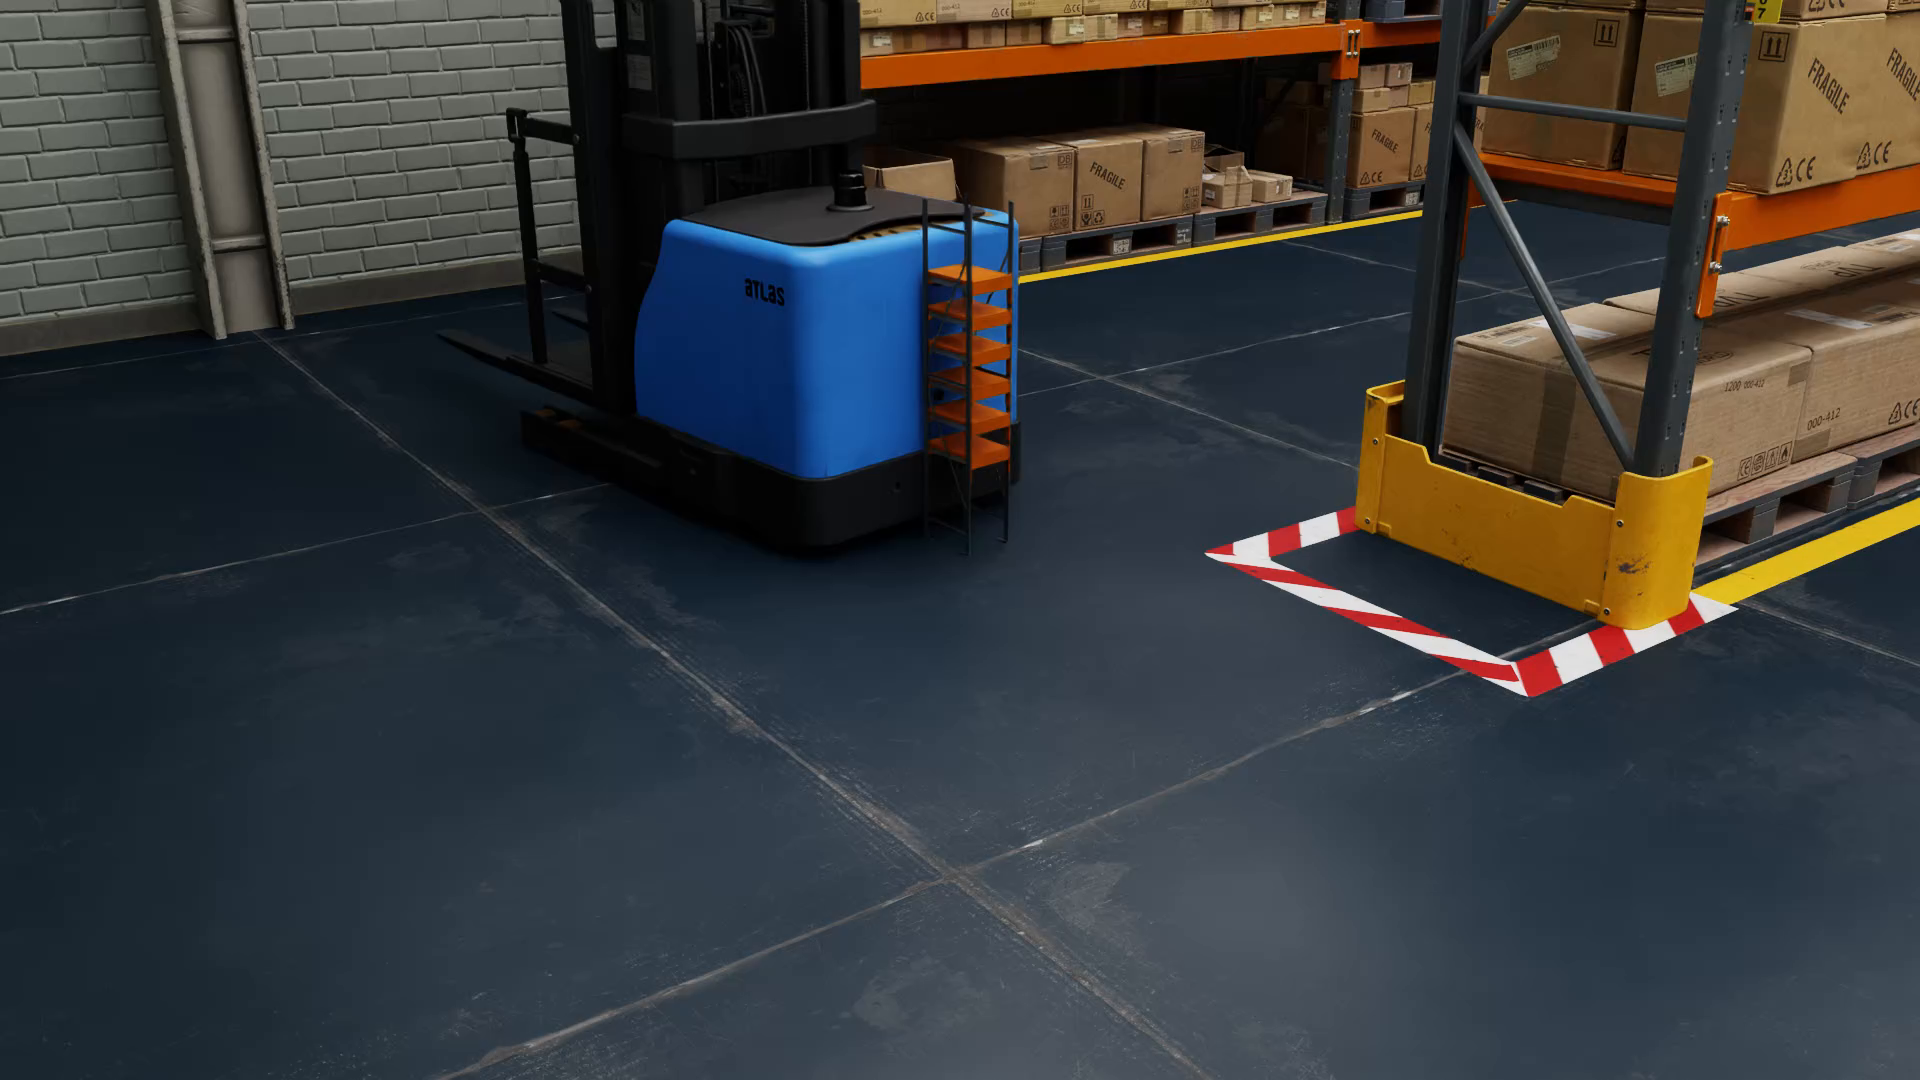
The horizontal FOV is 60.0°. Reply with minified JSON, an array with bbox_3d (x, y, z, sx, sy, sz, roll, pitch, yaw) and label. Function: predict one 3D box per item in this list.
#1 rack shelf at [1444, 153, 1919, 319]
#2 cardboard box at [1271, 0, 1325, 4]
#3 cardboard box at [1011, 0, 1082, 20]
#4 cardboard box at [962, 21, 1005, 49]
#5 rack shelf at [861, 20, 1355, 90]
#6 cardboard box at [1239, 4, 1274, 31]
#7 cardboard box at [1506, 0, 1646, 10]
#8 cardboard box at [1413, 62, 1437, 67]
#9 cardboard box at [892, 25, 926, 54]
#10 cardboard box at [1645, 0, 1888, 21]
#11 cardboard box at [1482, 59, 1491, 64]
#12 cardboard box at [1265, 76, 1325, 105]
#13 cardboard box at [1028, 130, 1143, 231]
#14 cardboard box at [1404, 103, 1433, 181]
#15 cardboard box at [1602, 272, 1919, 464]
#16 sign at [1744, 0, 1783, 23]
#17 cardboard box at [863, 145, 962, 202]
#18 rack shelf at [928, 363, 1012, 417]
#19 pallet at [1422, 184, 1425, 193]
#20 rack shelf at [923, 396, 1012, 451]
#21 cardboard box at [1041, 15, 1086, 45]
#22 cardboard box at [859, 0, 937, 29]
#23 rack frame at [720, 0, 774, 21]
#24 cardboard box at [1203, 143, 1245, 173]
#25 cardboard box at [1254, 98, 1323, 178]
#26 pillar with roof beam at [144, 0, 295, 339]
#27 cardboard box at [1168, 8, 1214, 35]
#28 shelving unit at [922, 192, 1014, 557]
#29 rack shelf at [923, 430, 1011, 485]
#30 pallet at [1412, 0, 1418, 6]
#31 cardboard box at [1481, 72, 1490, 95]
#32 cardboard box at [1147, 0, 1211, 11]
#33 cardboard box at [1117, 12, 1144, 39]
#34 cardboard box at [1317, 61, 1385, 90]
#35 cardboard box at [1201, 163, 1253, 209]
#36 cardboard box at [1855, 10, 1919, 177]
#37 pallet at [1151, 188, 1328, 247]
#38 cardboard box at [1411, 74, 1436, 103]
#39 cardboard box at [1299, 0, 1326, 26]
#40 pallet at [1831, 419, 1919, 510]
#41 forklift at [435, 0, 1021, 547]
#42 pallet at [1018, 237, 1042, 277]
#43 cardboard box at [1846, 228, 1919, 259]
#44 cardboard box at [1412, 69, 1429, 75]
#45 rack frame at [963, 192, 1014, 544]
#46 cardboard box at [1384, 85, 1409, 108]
[{"bbox_3d":[3.529,-1.418,6.374,4.000,0.370,1.077,-15,26,-33],"label":"rack shelf"},{"bbox_3d":[1.980,-3.563,10.579,0.500,0.250,0.500,-14,26,-32],"label":"cardboard box"},{"bbox_3d":[0.348,-3.118,9.463,0.500,0.250,0.500,-16,26,-34],"label":"cardboard box"},{"bbox_3d":[0.045,-2.857,9.347,0.250,0.149,0.380,-14,26,-31],"label":"cardboard box"},{"bbox_3d":[0.628,-2.911,10.115,4.000,0.370,1.077,-15,26,-33],"label":"rack shelf"},{"bbox_3d":[1.744,-3.290,10.433,0.250,0.149,0.380,-14,26,-31],"label":"cardboard box"},{"bbox_3d":[2.158,-2.006,5.393,0.500,0.500,0.500,-14,26,-31],"label":"cardboard box"},{"bbox_3d":[3.630,-3.518,12.597,0.250,0.149,0.380,-16,27,-35],"label":"cardboard box"},{"bbox_3d":[-0.389,-2.753,9.087,0.250,0.149,0.380,-14,26,-32],"label":"cardboard box"},{"bbox_3d":[2.462,-1.849,4.998,0.500,0.500,0.500,-16,27,-34],"label":"cardboard box"},{"bbox_3d":[4.048,-3.631,12.878,0.250,0.149,0.380,-16,27,-34],"label":"cardboard box"},{"bbox_3d":[2.381,-3.180,11.748,0.250,0.149,0.380,-16,27,-35],"label":"cardboard box"},{"bbox_3d":[0.760,-2.208,10.188,0.500,0.500,0.500,-14,26,-32],"label":"cardboard box"},{"bbox_3d":[3.202,-2.867,11.841,0.500,0.500,0.500,-15,26,-34],"label":"cardboard box"},{"bbox_3d":[3.121,-0.698,6.489,0.875,0.438,0.875,-14,26,-31],"label":"cardboard box"},{"bbox_3d":[2.225,-1.590,4.559,0.005,0.325,0.100,-15,26,-33],"label":"sign"},{"bbox_3d":[-0.444,-1.952,9.542,0.637,0.503,0.797,-16,27,-35],"label":"cardboard box"},{"bbox_3d":[0.024,-0.514,5.685,0.180,0.103,0.258,-18,28,-38],"label":"rack shelf"},{"bbox_3d":[3.880,-2.836,12.718,1.213,0.211,1.003,-15,26,-33],"label":"pallet"},{"bbox_3d":[0.024,-0.403,5.729,0.180,0.103,0.258,-18,28,-38],"label":"rack shelf"},{"bbox_3d":[0.506,-2.948,9.576,0.250,0.149,0.380,-16,27,-34],"label":"cardboard box"},{"bbox_3d":[-0.470,-2.898,8.912,0.500,0.250,0.500,-15,26,-33],"label":"cardboard box"},{"bbox_3d":[-0.996,-2.812,8.896,0.127,3.000,1.000,-15,26,-33],"label":"rack frame"},{"bbox_3d":[1.577,-2.552,11.306,0.500,0.311,0.500,-14,26,-31],"label":"cardboard box"},{"bbox_3d":[2.477,-2.907,11.941,0.500,0.500,0.500,-15,26,-33],"label":"cardboard box"},{"bbox_3d":[-1.197,-3.991,3.756,0.400,9.000,9.100,-15,26,-33],"label":"pillar with roof beam"},{"bbox_3d":[1.324,-3.177,10.151,0.250,0.149,0.380,-15,26,-34],"label":"cardboard box"},{"bbox_3d":[0.024,-0.556,5.669,0.189,1.200,0.258,-18,28,-38],"label":"shelving unit"},{"bbox_3d":[0.024,-0.291,5.774,0.180,0.103,0.258,-18,28,-38],"label":"rack shelf"},{"bbox_3d":[3.922,-4.032,12.213,1.213,0.211,1.003,-15,26,-33],"label":"pallet"},{"bbox_3d":[3.721,-3.312,12.081,0.250,0.149,0.380,-14,26,-31],"label":"cardboard box"},{"bbox_3d":[1.170,-3.346,10.035,0.500,0.250,0.500,-15,26,-33],"label":"cardboard box"},{"bbox_3d":[0.877,-3.088,9.926,0.250,0.149,0.380,-15,26,-33],"label":"cardboard box"},{"bbox_3d":[2.662,-3.167,11.316,0.250,0.149,0.380,-15,26,-34],"label":"cardboard box"},{"bbox_3d":[1.680,-2.317,10.778,0.258,0.266,0.396,-14,26,-31],"label":"cardboard box"},{"bbox_3d":[2.858,-1.501,5.477,0.500,0.500,0.500,-15,26,-34],"label":"cardboard box"},{"bbox_3d":[1.693,-2.234,11.211,1.213,0.211,1.003,-15,26,-33],"label":"pallet"},{"bbox_3d":[3.293,-3.216,11.841,0.250,0.149,0.380,-15,26,-34],"label":"cardboard box"},{"bbox_3d":[2.140,-3.416,10.749,0.250,0.149,0.380,-15,26,-32],"label":"cardboard box"},{"bbox_3d":[3.499,-0.484,6.824,1.213,0.211,1.003,-15,26,-33],"label":"pallet"},{"bbox_3d":[-1.152,-1.797,6.444,1.130,2.935,3.031,-19,29,-40],"label":"forklift"},{"bbox_3d":[-0.288,-1.706,9.888,1.213,0.211,1.003,-15,26,-33],"label":"pallet"},{"bbox_3d":[4.581,-1.087,7.463,0.875,0.438,0.875,-15,26,-34],"label":"cardboard box"},{"bbox_3d":[3.231,-3.400,12.301,0.250,0.149,0.380,-14,26,-31],"label":"cardboard box"},{"bbox_3d":[0.093,-0.578,5.725,0.006,1.200,0.240,-18,28,-38],"label":"rack frame"},{"bbox_3d":[2.877,-3.094,11.534,0.250,0.149,0.380,-16,27,-34],"label":"cardboard box"}]
